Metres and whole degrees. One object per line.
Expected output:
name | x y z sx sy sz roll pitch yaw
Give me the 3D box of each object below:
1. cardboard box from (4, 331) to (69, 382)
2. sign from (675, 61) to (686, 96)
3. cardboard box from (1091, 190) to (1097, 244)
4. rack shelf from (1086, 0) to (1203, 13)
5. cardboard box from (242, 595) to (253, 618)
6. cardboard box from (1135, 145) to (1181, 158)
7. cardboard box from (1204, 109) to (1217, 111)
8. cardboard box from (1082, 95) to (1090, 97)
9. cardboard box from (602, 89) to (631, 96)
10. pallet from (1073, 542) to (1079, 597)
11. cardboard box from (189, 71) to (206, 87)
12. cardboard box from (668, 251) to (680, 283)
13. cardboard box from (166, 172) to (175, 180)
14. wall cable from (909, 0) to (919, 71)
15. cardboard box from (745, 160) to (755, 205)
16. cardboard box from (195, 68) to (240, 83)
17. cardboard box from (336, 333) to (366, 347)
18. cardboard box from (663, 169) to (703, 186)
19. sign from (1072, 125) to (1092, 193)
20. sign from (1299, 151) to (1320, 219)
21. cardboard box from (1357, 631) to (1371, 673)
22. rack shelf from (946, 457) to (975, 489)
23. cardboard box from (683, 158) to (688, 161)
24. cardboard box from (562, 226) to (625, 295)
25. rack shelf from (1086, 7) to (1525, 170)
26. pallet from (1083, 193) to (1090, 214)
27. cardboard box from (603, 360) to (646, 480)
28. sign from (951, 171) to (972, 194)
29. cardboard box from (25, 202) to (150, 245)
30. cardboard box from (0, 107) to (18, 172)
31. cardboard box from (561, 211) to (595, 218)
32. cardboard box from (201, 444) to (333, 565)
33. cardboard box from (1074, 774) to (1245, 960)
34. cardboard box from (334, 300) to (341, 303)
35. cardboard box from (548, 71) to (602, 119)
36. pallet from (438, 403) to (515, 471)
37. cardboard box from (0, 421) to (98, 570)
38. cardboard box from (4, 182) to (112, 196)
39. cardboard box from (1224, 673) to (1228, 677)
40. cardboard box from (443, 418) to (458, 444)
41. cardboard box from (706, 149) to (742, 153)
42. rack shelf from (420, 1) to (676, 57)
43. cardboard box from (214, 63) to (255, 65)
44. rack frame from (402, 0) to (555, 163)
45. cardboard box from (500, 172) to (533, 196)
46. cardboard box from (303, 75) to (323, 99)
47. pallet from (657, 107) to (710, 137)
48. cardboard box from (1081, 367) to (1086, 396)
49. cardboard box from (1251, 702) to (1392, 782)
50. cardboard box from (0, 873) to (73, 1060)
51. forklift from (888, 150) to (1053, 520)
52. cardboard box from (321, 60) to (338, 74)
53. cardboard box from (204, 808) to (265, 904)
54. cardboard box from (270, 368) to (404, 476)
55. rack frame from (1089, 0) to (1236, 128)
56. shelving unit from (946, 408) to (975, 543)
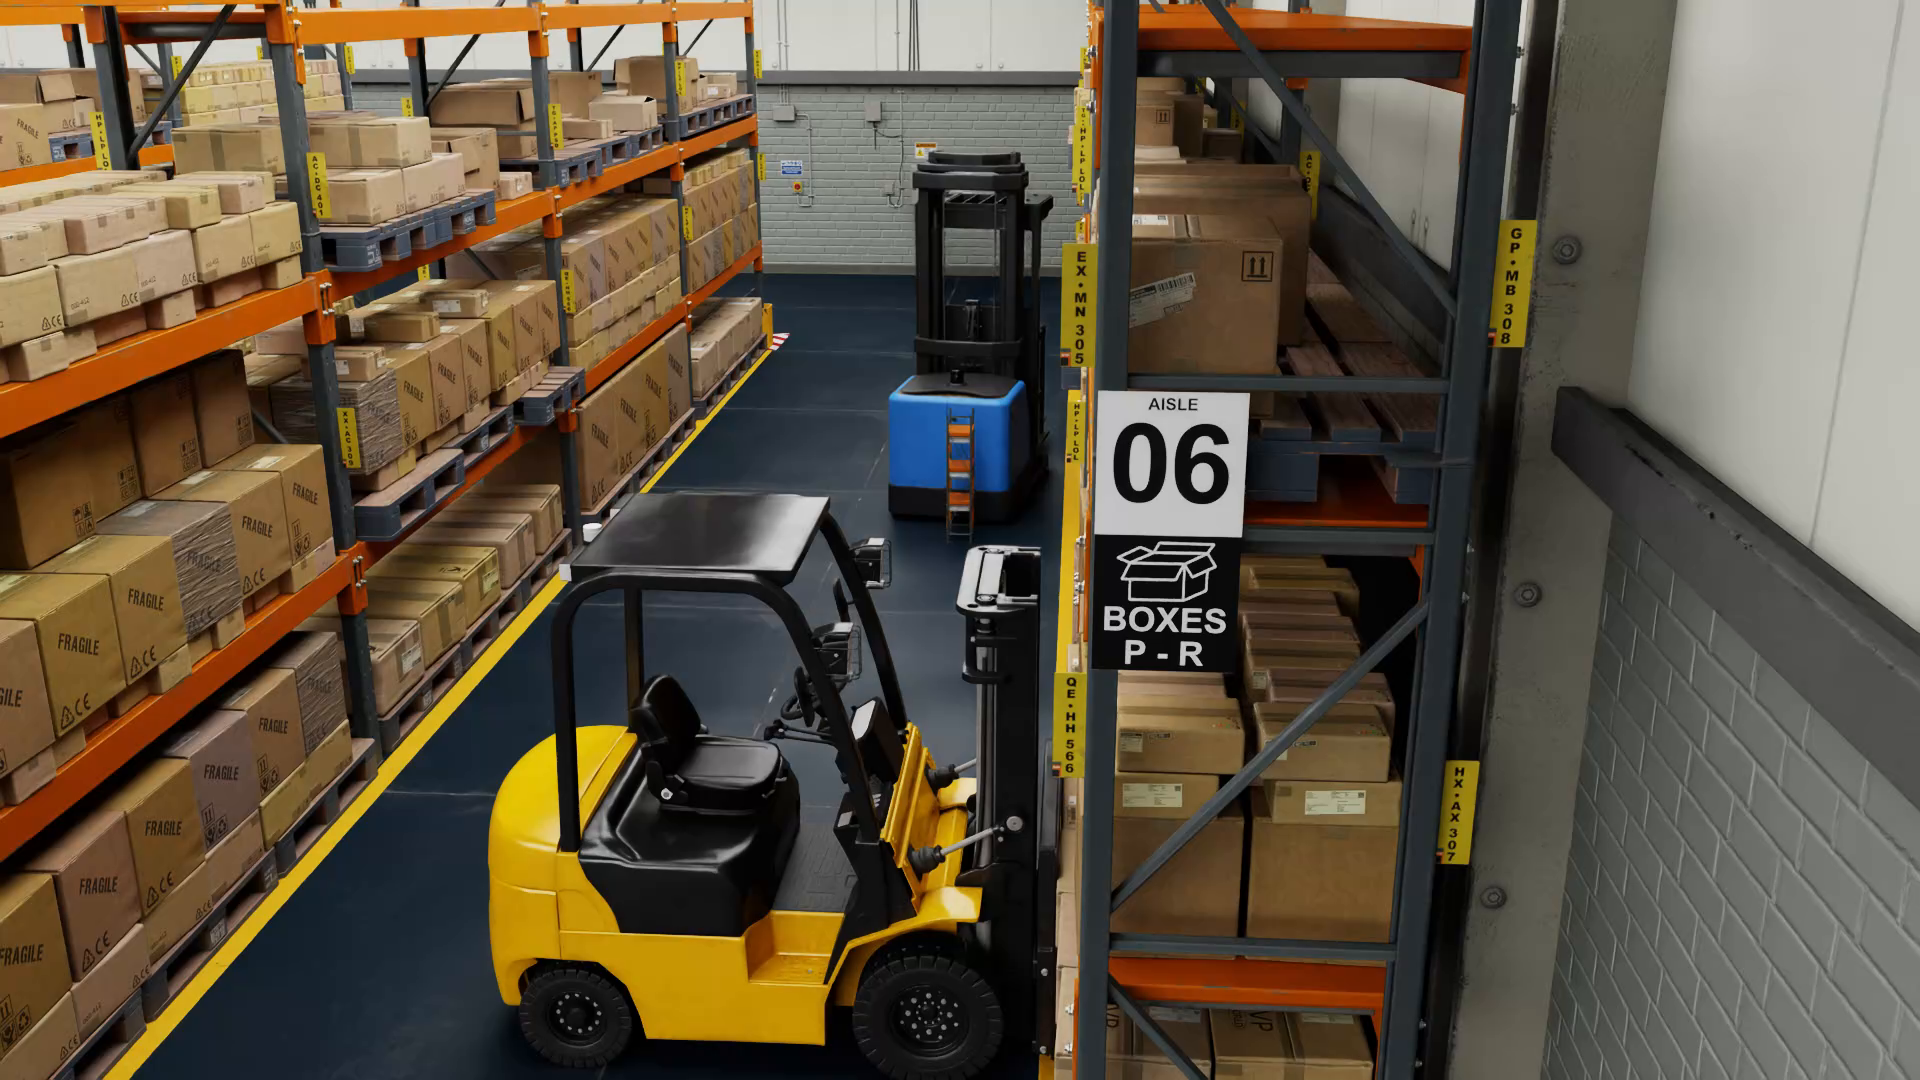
cardboard box | -3.658 -0.704 6.340 0.380 0.149 0.250 1 18 5
sign | -2.693 -4.439 16.000 0.100 0.325 0.005 1 18 4
cardboard box | 0.840 -1.410 7.401 0.500 0.311 0.500 2 18 5
rack shelf | 1.860 -5.646 17.364 1.077 0.370 4.000 1 18 4
cardboard box | -3.666 0.317 8.042 0.380 0.149 0.250 1 18 3
cardboard box | 1.007 -2.132 9.603 0.500 0.311 0.500 1 18 2
cardboard box | 1.796 -3.223 12.748 0.380 0.149 0.250 1 18 4
cardboard box | 1.234 -3.728 14.255 0.380 0.149 0.250 1 18 4
cardboard box | -3.508 -4.442 16.725 0.396 0.266 0.258 2 18 6
pallet | 1.332 0.304 12.155 1.003 0.211 1.213 1 18 4
cardboard box | -7.864 -4.657 16.797 0.380 0.149 0.250 1 18 2
cardboard box | -3.024 -2.651 16.135 0.500 0.250 0.500 1 18 4
cardboard box | -7.904 -3.505 17.059 0.500 0.500 0.500 2 18 5
wall cable | 0.705 -8.420 24.607 2.988 3.039 0.133 1 18 4
cardboard box | -2.745 -4.237 19.771 0.500 0.500 0.500 2 18 6
cardboard box | -7.840 -4.896 17.529 0.380 0.149 0.250 1 18 2
cardboard box | -3.927 -0.994 10.327 0.500 0.500 0.500 2 18 6
cardboard box | -2.895 -3.787 17.354 0.380 0.149 0.250 1 18 4
sign | 0.601 -1.863 8.138 0.100 0.325 0.005 1 18 4
sign | 1.697 -1.730 8.111 0.100 0.325 0.005 1 18 4
cardboard box | 1.287 0.440 6.062 0.380 0.149 0.250 1 18 4
rack shelf | 0.004 -0.505 13.314 0.215 0.259 0.240 1 18 4
cardboard box | -3.297 -4.271 18.831 0.380 0.149 0.250 1 18 4
cardboard box | -3.164 -2.370 14.073 0.500 0.500 0.500 2 18 5
rack shelf | 1.000 -1.731 6.052 1.077 0.370 4.000 1 18 4
pallet | 1.470 -2.398 11.411 1.213 0.211 1.003 2 18 6
cardboard box | -3.321 -1.065 14.593 0.875 0.875 0.875 2 18 5
sign | 0.025 -5.538 25.658 0.329 0.494 0.001 1 18 4
cardboard box | -3.639 -1.320 6.940 0.380 0.149 0.250 1 18 5
cardboard box | -8.131 -3.264 13.589 0.500 0.500 0.500 1 18 4
cardboard box | -3.600 -2.706 15.096 0.500 0.500 0.500 1 18 3
cardboard box | -3.592 -0.188 8.542 0.500 0.500 0.500 1 18 3
cardboard box | 0.630 1.003 5.384 0.500 0.500 0.500 1 18 3
cardboard box | -7.753 -2.830 20.190 0.380 0.149 0.250 2 18 5
cardboard box | -3.587 -4.033 15.261 0.500 0.500 0.500 1 18 3
pallet | -3.622 -0.678 10.984 1.003 0.211 1.213 1 18 4
cardboard box | -4.124 -0.198 6.965 0.700 0.500 0.500 1 18 4
cardboard box | -4.174 -1.574 7.715 0.380 0.149 0.250 1 18 2
cardboard box | 0.742 0.361 5.823 0.380 0.149 0.250 1 18 4
cardboard box | -3.403 -0.710 10.503 0.380 0.149 0.250 1 18 4
cardboard box | -2.768 -4.505 19.547 0.380 0.149 0.250 2 18 5
rack shelf | -3.378 -4.325 13.969 1.077 0.370 4.000 1 18 4
cardboard box | -8.202 -5.315 18.808 0.380 0.149 0.250 2 18 5
rack frame | -3.521 -4.236 11.899 1.000 3.000 0.127 1 18 4
cardboard box | -3.334 -2.589 12.092 0.380 0.149 0.250 1 18 4
cardboard box | -7.707 -5.233 19.197 0.500 0.250 0.500 1 18 2
pallet | -3.165 -4.265 16.946 1.003 0.211 1.213 1 18 4
cardboard box | 0.950 -0.982 10.399 0.380 0.149 0.250 1 18 2
cardboard box | 1.094 0.612 5.057 0.380 0.149 0.250 1 18 3
cardboard box | -3.760 1.598 6.265 0.500 0.500 0.500 1 18 2
forklift | 0.206 -1.977 14.749 1.130 2.935 3.031 4 19 11
cardboard box | -7.623 -5.620 19.738 0.380 0.149 0.250 1 18 3
cardboard box | -3.652 1.477 7.839 0.500 0.250 0.500 2 18 5
cardboard box | -3.488 -0.670 9.339 0.500 0.500 0.500 2 18 5
rack frame | 1.430 -4.126 11.564 1.000 3.000 0.127 1 18 4
shelving unit | 0.004 -0.516 13.310 0.215 1.050 0.252 1 18 4
